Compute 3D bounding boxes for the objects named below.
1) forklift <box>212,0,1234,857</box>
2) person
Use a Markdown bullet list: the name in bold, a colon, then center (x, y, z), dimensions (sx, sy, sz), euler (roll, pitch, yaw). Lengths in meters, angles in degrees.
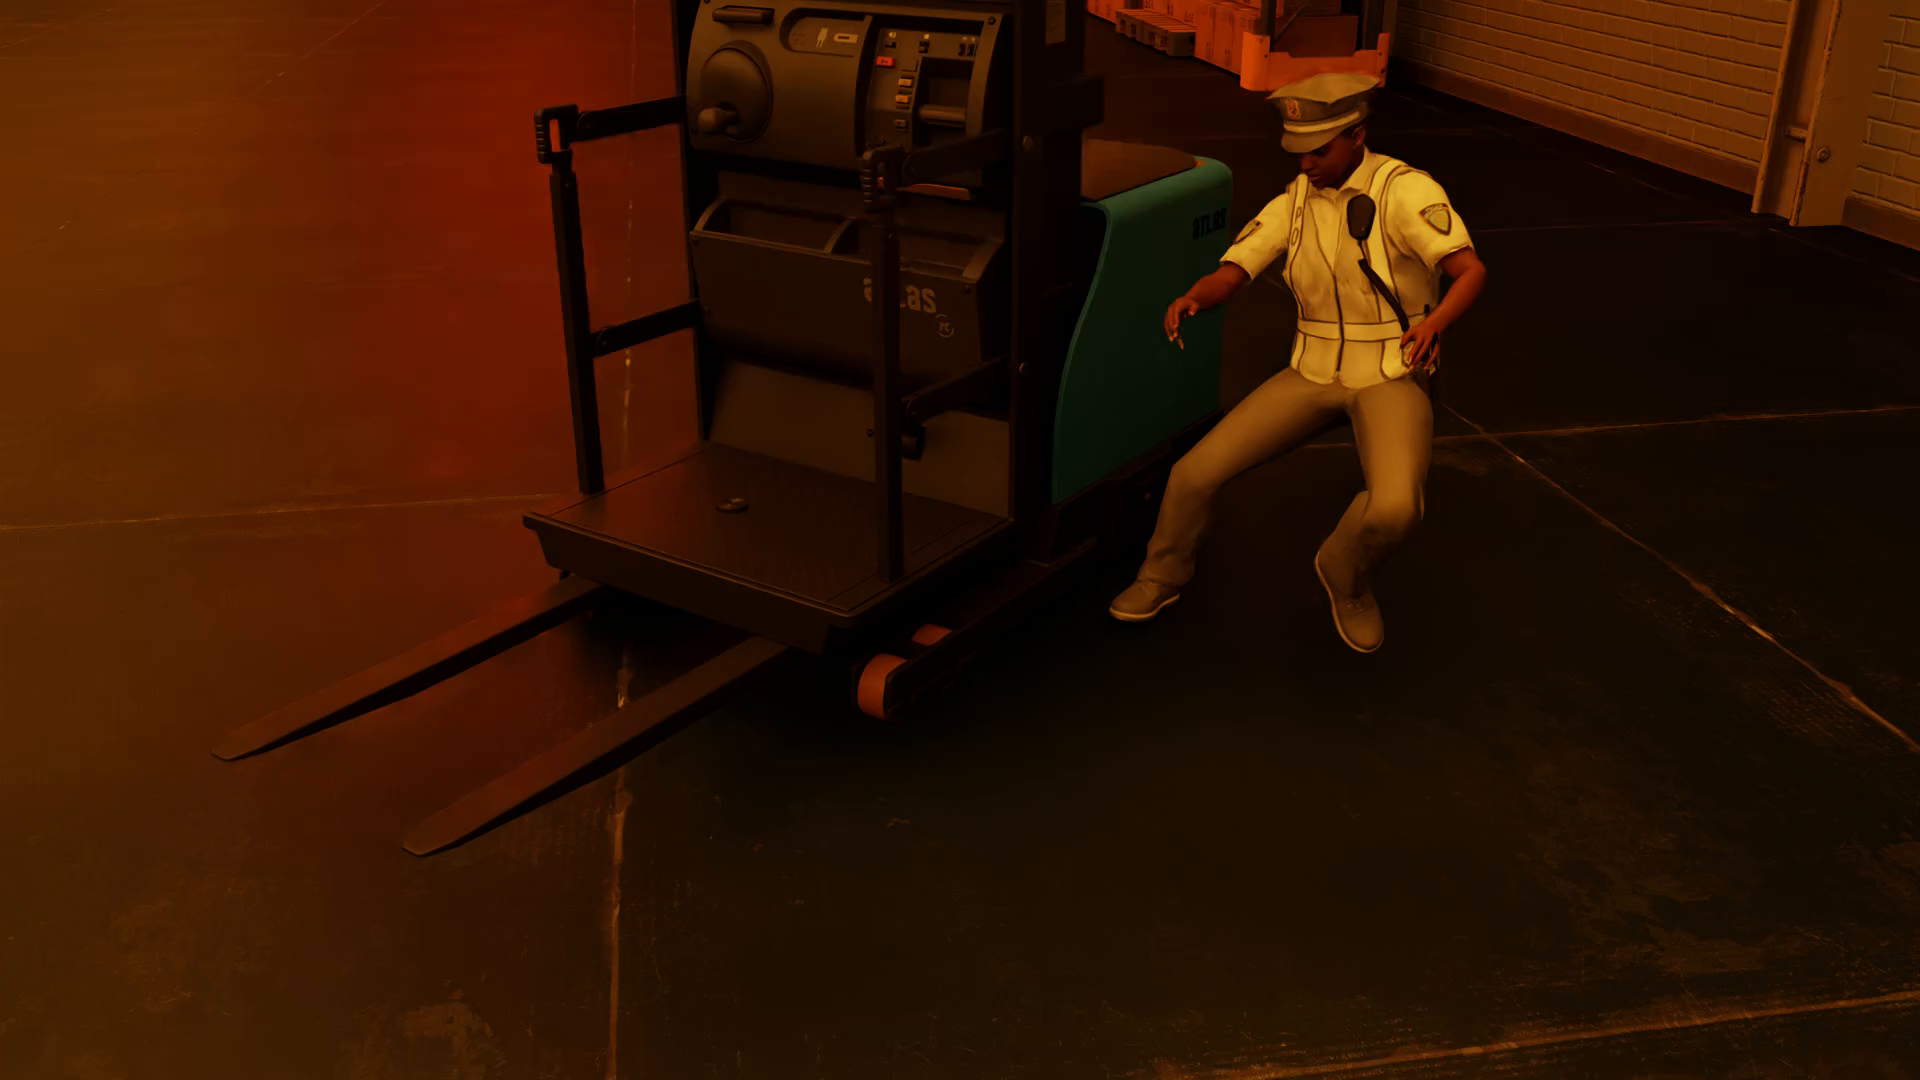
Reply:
- **forklift**: center (-0.421, -1.121, 3.925), dimensions (1.130, 2.935, 3.031), euler (15, 28, 31)
- **person**: center (0.830, -0.387, 4.093), dimensions (0.858, 1.442, 0.751), euler (19, 30, 38)
